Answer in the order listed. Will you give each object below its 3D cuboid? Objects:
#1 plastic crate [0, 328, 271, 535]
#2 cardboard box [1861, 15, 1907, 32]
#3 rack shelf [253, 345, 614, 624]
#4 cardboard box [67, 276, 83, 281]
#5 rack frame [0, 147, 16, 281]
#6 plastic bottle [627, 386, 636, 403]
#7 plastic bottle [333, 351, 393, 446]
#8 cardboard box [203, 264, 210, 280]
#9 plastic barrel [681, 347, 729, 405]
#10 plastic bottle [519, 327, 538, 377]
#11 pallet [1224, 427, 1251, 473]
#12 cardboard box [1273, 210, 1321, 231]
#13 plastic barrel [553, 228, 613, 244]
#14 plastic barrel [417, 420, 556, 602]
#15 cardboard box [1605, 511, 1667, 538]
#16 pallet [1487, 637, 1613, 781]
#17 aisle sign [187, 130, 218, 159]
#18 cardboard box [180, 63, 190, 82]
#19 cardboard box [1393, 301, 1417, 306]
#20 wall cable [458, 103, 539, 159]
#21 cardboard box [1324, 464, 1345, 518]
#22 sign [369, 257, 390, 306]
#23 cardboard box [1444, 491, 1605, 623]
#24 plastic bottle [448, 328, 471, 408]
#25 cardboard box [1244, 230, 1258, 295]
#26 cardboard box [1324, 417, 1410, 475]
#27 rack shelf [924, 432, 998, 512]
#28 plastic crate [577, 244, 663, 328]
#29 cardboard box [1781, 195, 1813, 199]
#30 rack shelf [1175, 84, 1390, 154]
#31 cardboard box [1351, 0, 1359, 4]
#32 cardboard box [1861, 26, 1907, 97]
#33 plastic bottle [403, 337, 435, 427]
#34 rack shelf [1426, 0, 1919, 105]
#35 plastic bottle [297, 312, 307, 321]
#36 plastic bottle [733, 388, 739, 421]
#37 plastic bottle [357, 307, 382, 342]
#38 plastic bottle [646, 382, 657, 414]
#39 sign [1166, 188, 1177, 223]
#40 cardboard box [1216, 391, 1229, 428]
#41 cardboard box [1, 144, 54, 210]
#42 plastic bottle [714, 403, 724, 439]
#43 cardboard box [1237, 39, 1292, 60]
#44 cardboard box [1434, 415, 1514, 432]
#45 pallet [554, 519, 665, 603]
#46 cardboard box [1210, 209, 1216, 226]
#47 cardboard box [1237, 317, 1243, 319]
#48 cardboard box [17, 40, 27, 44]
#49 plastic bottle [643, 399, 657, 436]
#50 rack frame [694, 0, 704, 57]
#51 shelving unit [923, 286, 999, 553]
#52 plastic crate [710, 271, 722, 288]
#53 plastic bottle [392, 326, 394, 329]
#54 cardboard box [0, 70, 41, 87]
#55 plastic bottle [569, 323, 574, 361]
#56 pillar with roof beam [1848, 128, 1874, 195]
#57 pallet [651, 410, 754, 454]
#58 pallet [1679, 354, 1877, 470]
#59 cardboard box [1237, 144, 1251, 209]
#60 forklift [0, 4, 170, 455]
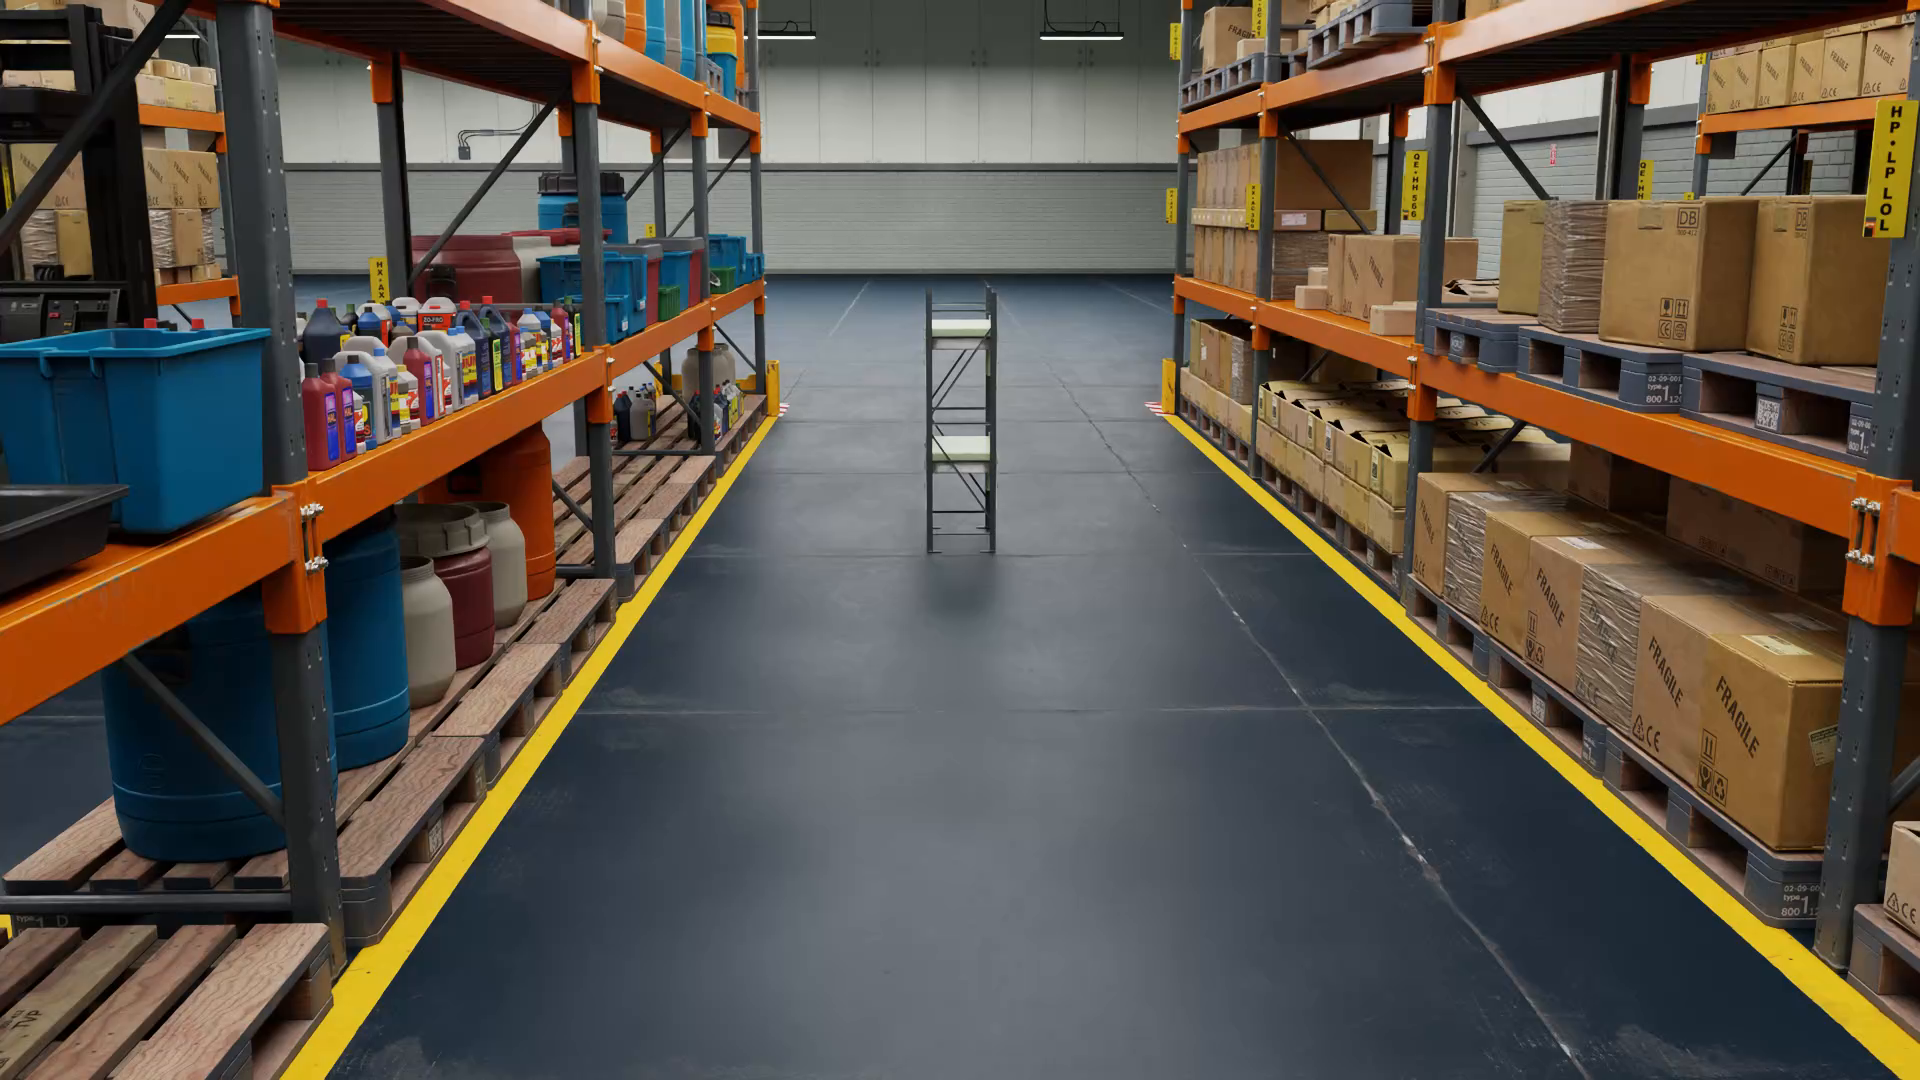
[{"bbox_3d":[-1.784,-0.247,3.622,0.392,0.384,0.575,0,11,-1],"label":"plastic crate"},{"bbox_3d":[7.301,-4.175,12.731,0.500,0.500,0.500,0,11,2],"label":"cardboard box"},{"bbox_3d":[-2.176,-0.362,6.108,1.077,0.370,4.000,0,11,-1],"label":"rack shelf"},{"bbox_3d":[-6.995,-1.957,12.791,0.380,0.149,0.250,0,11,-1],"label":"cardboard box"},{"bbox_3d":[-7.252,-1.887,11.815,1.000,3.000,0.127,0,11,-1],"label":"rack frame"},{"bbox_3d":[-2.612,-1.054,13.264,0.144,0.351,0.185,0,11,-2],"label":"plastic bottle"},{"bbox_3d":[-1.771,-0.422,4.909,0.152,0.276,0.135,0,11,-1],"label":"plastic bottle"},{"bbox_3d":[-7.118,-2.453,15.239,0.380,0.149,0.250,0,11,-1],"label":"cardboard box"},{"bbox_3d":[-2.282,-1.459,14.906,0.421,0.512,0.421,0,11,0],"label":"plastic barrel"},{"bbox_3d":[-1.784,-0.770,6.811,0.097,0.201,0.097,0,11,0],"label":"plastic bottle"},{"bbox_3d":[2.678,-0.718,13.069,1.003,0.211,1.213,0,11,-1],"label":"pallet"},{"bbox_3d":[2.432,-2.347,12.199,0.380,0.149,0.250,0,11,-1],"label":"cardboard box"},{"bbox_3d":[-2.500,-1.783,10.960,0.433,0.535,0.433,0,11,0],"label":"plastic barrel"},{"bbox_3d":[-2.190,-0.157,7.691,0.600,0.830,0.708,0,11,-1],"label":"plastic barrel"},{"bbox_3d":[2.999,0.166,6.879,0.500,0.500,0.500,-1,11,-3],"label":"cardboard box"},{"bbox_3d":[2.735,0.626,6.445,1.003,0.211,1.213,0,11,-1],"label":"pallet"},{"bbox_3d":[-7.036,-3.969,15.542,0.394,0.787,0.004,0,11,-1],"label":"aisle sign"},{"bbox_3d":[-7.014,-4.114,14.622,0.380,0.149,0.250,-1,11,-4],"label":"cardboard box"},{"bbox_3d":[2.652,-1.262,9.366,0.380,0.149,0.250,1,11,3],"label":"cardboard box"},{"bbox_3d":[-12.959,-13.675,46.279,2.305,6.003,0.169,0,11,-1],"label":"wall cable"},{"bbox_3d":[2.459,-0.296,9.832,0.500,0.250,0.500,0,11,0],"label":"cardboard box"},{"bbox_3d":[-2.767,-1.188,7.962,0.100,0.325,0.005,0,11,-1],"label":"sign"},{"bbox_3d":[2.475,0.074,7.333,0.500,0.500,0.500,-1,11,-3],"label":"cardboard box"},{"bbox_3d":[-1.763,-0.601,5.799,0.097,0.271,0.097,0,11,0],"label":"plastic bottle"},{"bbox_3d":[2.619,-2.169,12.953,0.700,0.500,0.500,0,11,-2],"label":"cardboard box"},{"bbox_3d":[2.453,-0.571,9.780,0.500,0.311,0.500,0,11,-2],"label":"cardboard box"},{"bbox_3d":[0.000,-0.417,9.981,0.431,0.370,0.720,0,11,-1],"label":"rack shelf"},{"bbox_3d":[-1.945,-1.466,9.579,0.402,0.464,0.583,0,11,-1],"label":"plastic crate"},{"bbox_3d":[7.259,-2.647,14.003,0.500,0.500,0.500,0,11,1],"label":"cardboard box"},{"bbox_3d":[2.611,-3.442,13.745,1.077,0.370,4.000,0,11,-1],"label":"rack shelf"},{"bbox_3d":[2.630,-3.149,9.812,0.500,0.250,0.500,-1,12,-6],"label":"cardboard box"},{"bbox_3d":[7.349,-3.677,12.791,0.500,0.500,0.500,-1,12,-6],"label":"cardboard box"},{"bbox_3d":[-1.734,-0.511,5.326,0.061,0.283,0.133,0,11,-1],"label":"plastic bottle"},{"bbox_3d":[2.776,-1.852,5.906,1.077,0.370,4.000,0,11,-1],"label":"rack shelf"},{"bbox_3d":[-2.554,-0.738,6.444,0.061,0.283,0.133,0,11,-1],"label":"plastic bottle"},{"bbox_3d":[-1.926,-1.142,13.887,0.152,0.276,0.135,-1,11,-3],"label":"plastic bottle"},{"bbox_3d":[-2.486,-0.847,7.012,0.097,0.271,0.097,0,11,0],"label":"plastic bottle"},{"bbox_3d":[-2.657,-1.219,14.279,0.097,0.271,0.097,0,11,0],"label":"plastic bottle"},{"bbox_3d":[2.014,-3.184,15.832,0.100,0.325,0.005,0,11,-1],"label":"sign"},{"bbox_3d":[2.399,-1.075,13.673,0.500,0.250,0.500,0,11,-1],"label":"cardboard box"},{"bbox_3d":[-7.007,-2.662,12.122,0.500,0.500,0.500,0,11,-1],"label":"cardboard box"},{"bbox_3d":[-1.903,-0.917,12.780,0.152,0.276,0.135,0,11,1],"label":"plastic bottle"},{"bbox_3d":[2.354,-3.787,12.859,0.380,0.149,0.250,0,11,-1],"label":"cardboard box"},{"bbox_3d":[2.990,-0.576,9.802,0.500,0.311,0.500,-1,11,-3],"label":"cardboard box"},{"bbox_3d":[-2.195,0.100,9.033,1.003,0.211,1.213,0,11,-1],"label":"pallet"},{"bbox_3d":[2.385,-2.805,14.456,0.380,0.149,0.250,-1,11,-3],"label":"cardboard box"},{"bbox_3d":[2.878,-1.842,15.569,0.500,0.500,0.500,0,11,-1],"label":"cardboard box"},{"bbox_3d":[-7.024,-3.597,12.076,0.380,0.149,0.250,-1,11,-4],"label":"cardboard box"},{"bbox_3d":[-2.458,-0.958,12.983,0.152,0.276,0.135,0,11,-1],"label":"plastic bottle"},{"bbox_3d":[-2.300,-4.847,11.319,1.000,3.000,0.127,0,11,-1],"label":"rack frame"},{"bbox_3d":[0.000,-0.736,9.917,0.431,1.500,0.755,0,11,-1],"label":"shelving unit"},{"bbox_3d":[-2.184,-1.981,12.437,0.767,0.338,0.504,0,11,-1],"label":"plastic crate"},{"bbox_3d":[-2.555,-0.885,7.376,0.097,0.201,0.097,0,11,0],"label":"plastic bottle"},{"bbox_3d":[-7.005,-3.374,11.978,0.500,0.250,0.500,-1,11,-3],"label":"cardboard box"},{"bbox_3d":[-1.799,-0.913,7.514,0.097,0.201,0.097,0,11,0],"label":"plastic bottle"},{"bbox_3d":[4.097,-5.530,14.683,9.100,9.000,0.400,0,11,-1],"label":"pillar with roof beam"},{"bbox_3d":[-2.301,-0.917,14.050,1.003,0.211,1.213,0,11,-1],"label":"pallet"},{"bbox_3d":[2.910,-0.402,4.977,1.003,0.211,1.213,0,11,-1],"label":"pallet"},{"bbox_3d":[2.615,-2.900,13.293,0.700,0.500,0.500,0,11,-1],"label":"cardboard box"},{"bbox_3d":[-4.573,-1.063,7.925,1.130,2.935,3.031,0,11,0],"label":"forklift"}]
